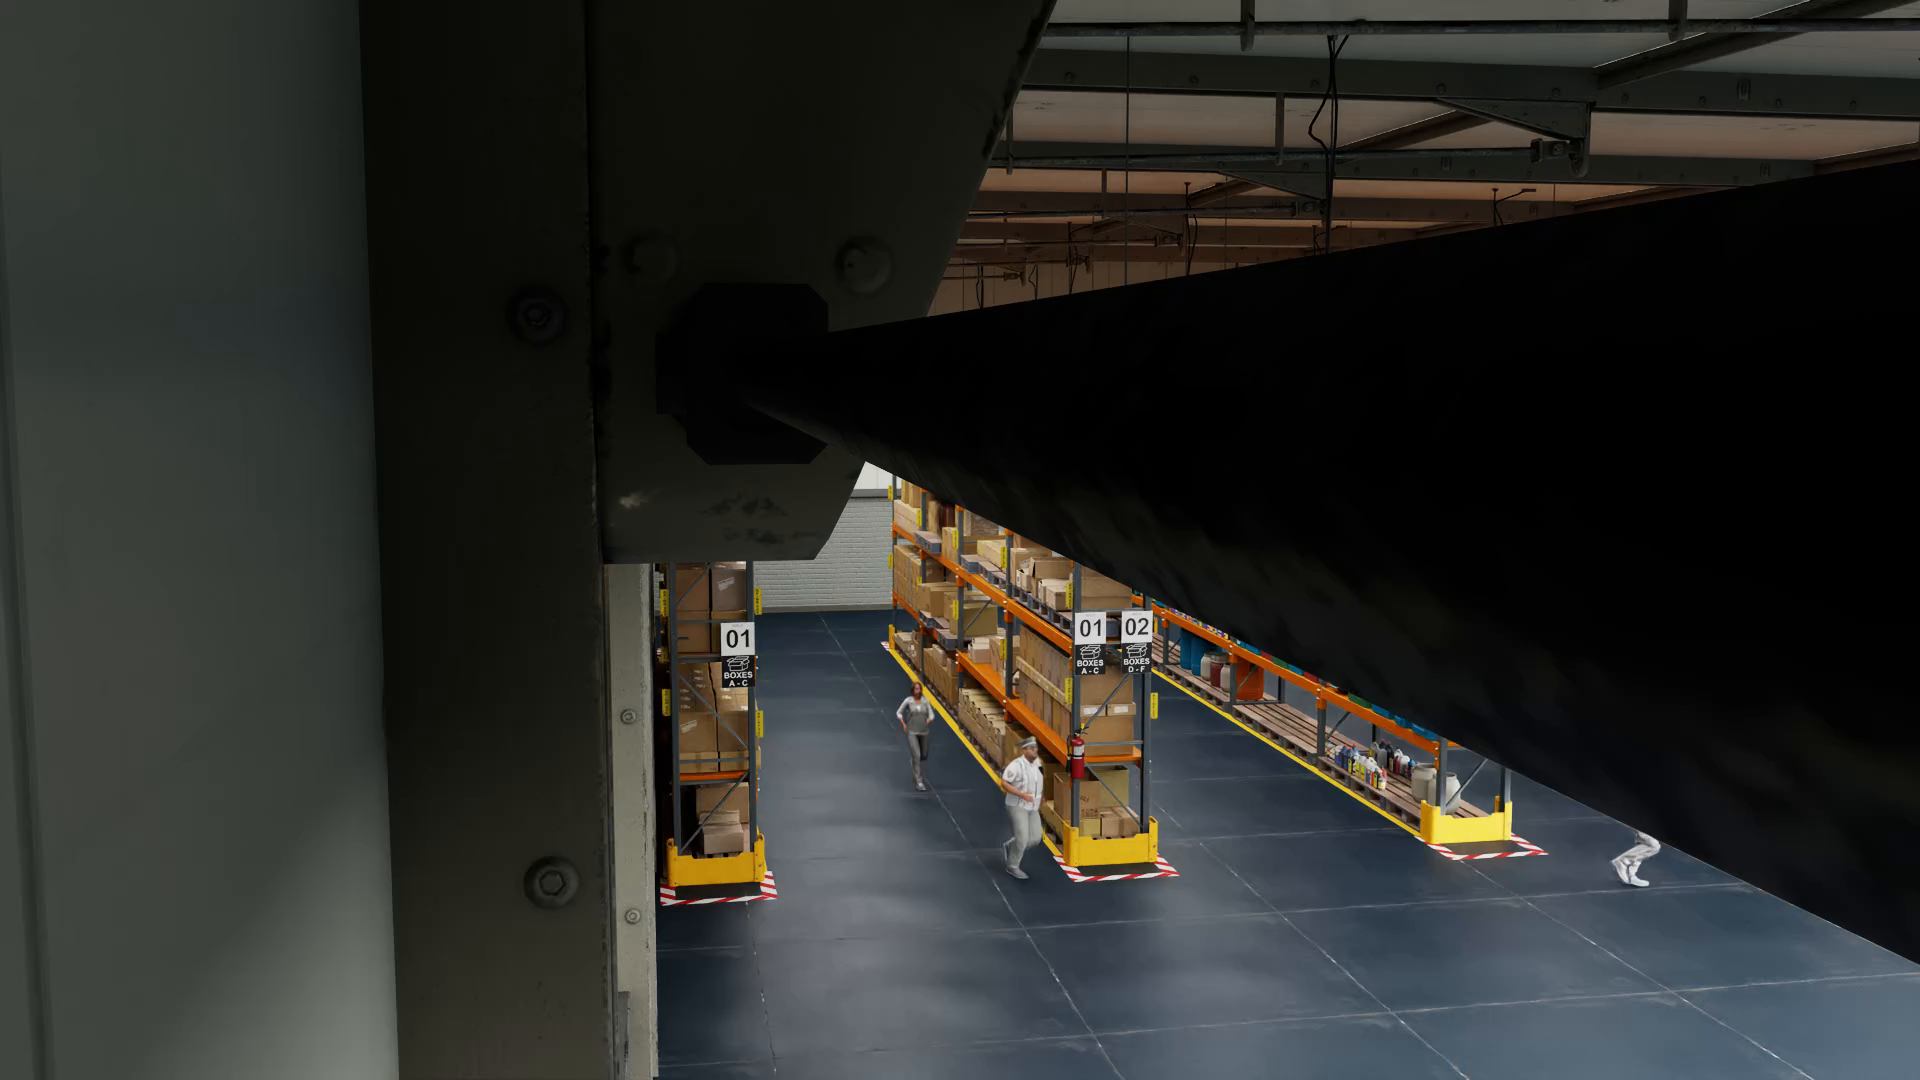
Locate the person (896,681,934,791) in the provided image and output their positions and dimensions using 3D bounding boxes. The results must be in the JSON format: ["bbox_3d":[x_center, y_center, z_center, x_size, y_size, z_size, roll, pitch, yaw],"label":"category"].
[{"bbox_3d":[-0.652,2.877,24.722,0.548,1.568,0.805,-2,7,-18],"label":"person"}]

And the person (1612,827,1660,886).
[{"bbox_3d":[8.188,3.302,20.038,0.588,1.747,0.694,2,7,20],"label":"person"}]

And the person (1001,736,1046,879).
[{"bbox_3d":[0.819,3.269,20.511,0.688,1.734,0.610,-5,8,-41],"label":"person"}]
